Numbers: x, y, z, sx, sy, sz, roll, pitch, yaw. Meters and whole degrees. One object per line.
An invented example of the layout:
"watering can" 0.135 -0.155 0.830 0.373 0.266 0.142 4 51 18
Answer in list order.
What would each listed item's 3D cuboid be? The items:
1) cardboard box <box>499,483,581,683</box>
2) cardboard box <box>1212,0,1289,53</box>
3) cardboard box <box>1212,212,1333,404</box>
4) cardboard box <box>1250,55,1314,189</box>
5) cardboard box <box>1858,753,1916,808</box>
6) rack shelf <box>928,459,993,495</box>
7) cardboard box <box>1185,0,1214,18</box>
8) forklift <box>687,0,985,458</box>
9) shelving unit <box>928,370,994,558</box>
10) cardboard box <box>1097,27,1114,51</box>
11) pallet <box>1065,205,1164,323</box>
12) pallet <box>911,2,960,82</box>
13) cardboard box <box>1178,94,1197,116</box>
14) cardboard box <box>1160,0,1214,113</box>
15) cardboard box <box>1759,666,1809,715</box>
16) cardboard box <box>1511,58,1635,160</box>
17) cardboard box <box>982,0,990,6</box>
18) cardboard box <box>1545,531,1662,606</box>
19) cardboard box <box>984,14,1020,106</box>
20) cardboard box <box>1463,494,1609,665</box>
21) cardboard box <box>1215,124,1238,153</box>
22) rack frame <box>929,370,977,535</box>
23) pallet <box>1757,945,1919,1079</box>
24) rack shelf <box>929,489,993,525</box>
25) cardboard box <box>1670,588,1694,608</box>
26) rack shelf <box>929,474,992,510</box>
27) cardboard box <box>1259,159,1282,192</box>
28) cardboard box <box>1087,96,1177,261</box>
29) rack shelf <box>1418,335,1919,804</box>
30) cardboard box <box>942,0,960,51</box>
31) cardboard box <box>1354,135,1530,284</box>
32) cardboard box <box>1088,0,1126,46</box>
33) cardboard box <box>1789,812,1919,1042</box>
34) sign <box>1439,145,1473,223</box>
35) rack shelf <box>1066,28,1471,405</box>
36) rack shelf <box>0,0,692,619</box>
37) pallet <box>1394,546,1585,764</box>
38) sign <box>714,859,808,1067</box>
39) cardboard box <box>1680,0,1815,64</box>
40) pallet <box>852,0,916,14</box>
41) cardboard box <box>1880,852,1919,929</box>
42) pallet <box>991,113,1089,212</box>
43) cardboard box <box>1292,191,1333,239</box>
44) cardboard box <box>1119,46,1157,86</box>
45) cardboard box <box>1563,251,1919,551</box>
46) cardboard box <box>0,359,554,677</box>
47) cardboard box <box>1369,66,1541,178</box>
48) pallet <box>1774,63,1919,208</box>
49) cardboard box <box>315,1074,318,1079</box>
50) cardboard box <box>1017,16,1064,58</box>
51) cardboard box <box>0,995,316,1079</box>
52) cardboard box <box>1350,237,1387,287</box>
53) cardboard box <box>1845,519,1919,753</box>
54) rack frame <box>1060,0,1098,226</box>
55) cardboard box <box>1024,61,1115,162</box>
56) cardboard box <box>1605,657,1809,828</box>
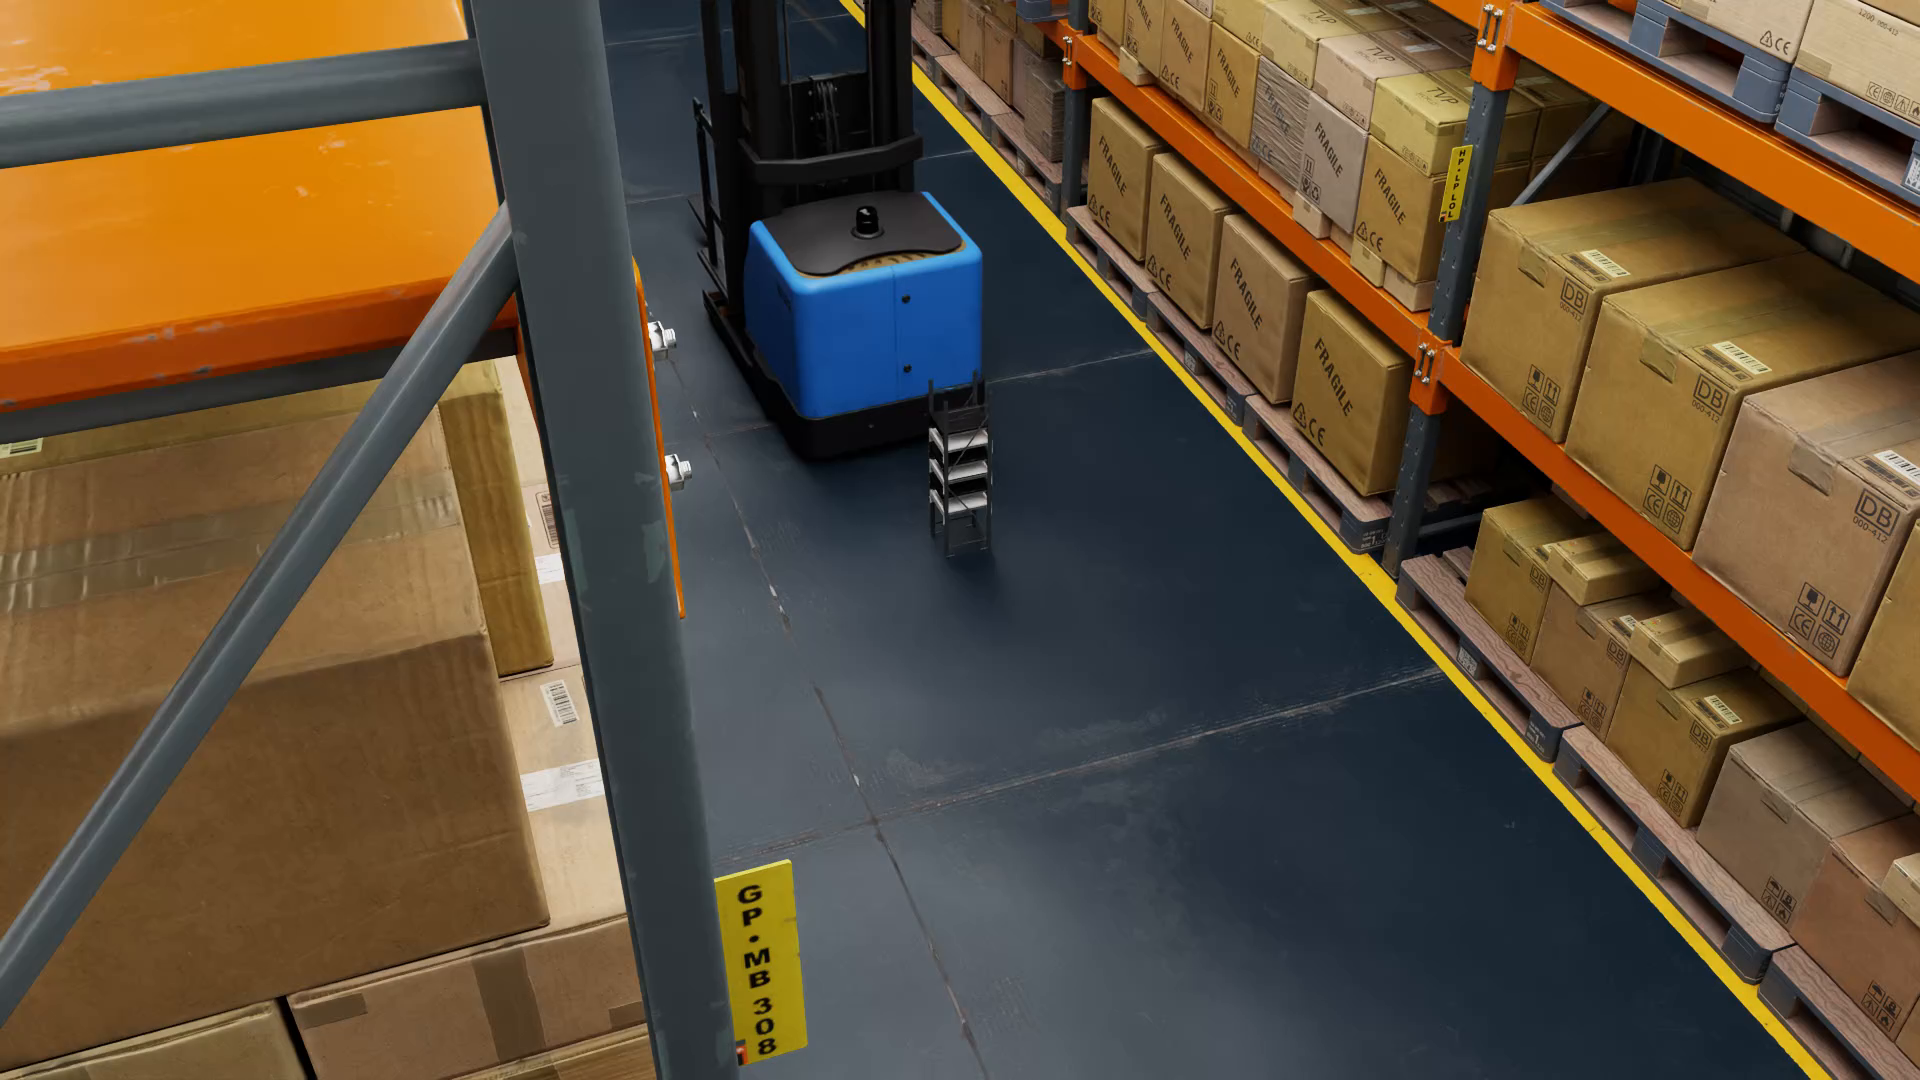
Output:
"cardboard box" -0.838 0.182 2.732 0.500 0.250 0.500 -12 39 -16
"cardboard box" 1.614 -2.684 8.350 0.500 0.250 0.500 -13 39 -17
"cardboard box" 1.879 -1.291 8.908 0.750 0.750 0.750 -11 38 -15
"cardboard box" 1.788 -2.087 8.180 0.500 0.500 0.500 -12 39 -16
"cardboard box" 3.457 0.775 5.918 0.380 0.149 0.250 -12 39 -15
"rack shelf" 0.003 -0.328 7.993 0.258 0.077 0.200 -12 39 -16
"cardboard box" 1.432 -2.971 8.731 0.500 0.250 0.500 -12 39 -16
"forklift" -0.897 -2.486 9.114 1.130 2.935 3.031 -14 39 -18
"shelving unit" 0.003 -0.355 7.973 0.258 0.900 0.210 -12 39 -16
"cardboard box" 1.053 -3.073 10.029 0.380 0.149 0.250 -13 39 -17
"pallet" 1.357 -1.825 10.497 1.003 0.211 1.213 -12 39 -16
"pallet" 0.050 -4.106 13.525 1.003 0.211 1.213 -12 39 -16
"cardboard box" 1.443 -2.500 9.268 0.380 0.149 0.250 -12 39 -15
"cardboard box" 1.425 -2.660 8.942 0.500 0.500 0.500 -13 39 -16
"cardboard box" 3.281 0.487 6.300 0.380 0.149 0.250 -13 39 -17
"cardboard box" 2.620 -1.920 7.336 0.500 0.250 0.500 -11 38 -15
"cardboard box" 0.387 -4.182 12.398 0.500 0.250 0.500 -14 39 -17
"cardboard box" 2.641 0.107 6.805 0.380 0.149 0.250 -11 38 -14
"cardboard box" 0.594 -3.563 12.199 0.700 0.500 0.500 -13 39 -16
"cardboard box" 2.694 0.135 7.307 0.700 0.500 0.500 -12 39 -15
"cardboard box" 1.591 -2.209 8.882 0.380 0.149 0.250 -12 39 -16
"rack frame" -0.032 -0.412 8.049 0.240 0.900 0.006 -12 39 -16
"pallet" 3.561 1.798 5.687 1.003 0.211 1.213 -12 39 -16
"rack shelf" 0.003 -0.184 8.102 0.258 0.077 0.200 -12 39 -16
"cardboard box" 3.105 0.198 6.683 0.380 0.149 0.250 -14 39 -17
"rack shelf" 0.003 -0.256 8.047 0.258 0.077 0.200 -12 39 -16
"cardboard box" 1.755 -1.907 8.480 0.380 0.149 0.250 -13 39 -17
"cardboard box" 1.287 -2.266 10.203 0.750 0.750 0.750 -13 39 -17
"rack shelf" 3.222 0.277 5.987 1.077 0.370 4.000 -12 39 -16
"cardboard box" 0.274 -4.143 12.968 0.700 0.500 0.500 -13 39 -17
"cardboard box" 2.138 -1.515 7.421 0.500 0.500 0.500 -13 39 -17
"cardboard box" 1.084 -3.239 9.710 0.500 0.500 0.500 -11 38 -15
"cardboard box" 3.403 1.293 5.769 0.700 0.500 0.500 -13 39 -16
"sign" 2.027 -1.453 6.789 0.100 0.325 0.005 -12 39 -16
"rack shelf" 1.845 -1.982 8.987 1.077 0.370 4.000 -12 39 -16
"rack shelf" -1.428 -1.090 2.818 1.077 0.370 4.000 -12 39 -16
"pallet" 2.722 0.420 7.517 1.003 0.211 1.213 -12 39 -16
"sign" -0.231 0.488 1.890 0.100 0.325 0.005 -12 39 -16
"cardboard box" 2.686 -1.750 5.280 0.500 0.250 0.500 -13 39 -17
"pallet" -0.484 -4.917 14.603 1.003 0.211 1.213 -12 39 -16
"cardboard box" 3.271 1.138 5.436 0.380 0.149 0.250 -11 38 -15
"pallet" 0.889 -2.727 11.695 1.003 0.211 1.213 -12 39 -16
"cardboard box" 1.849 -1.610 8.087 0.380 0.149 0.250 -12 39 -16
"cardboard box" 1.143 -2.761 9.615 0.380 0.149 0.250 -11 38 -15
"cardboard box" 2.951 -0.536 6.220 0.980 0.700 0.700 -13 39 -17
"cardboard box" -1.025 -0.077 2.451 0.700 0.500 0.500 -12 39 -16
"cardboard box" 2.132 -1.817 7.199 0.500 0.250 0.500 -12 38 -15
"pallet" 3.221 -1.150 4.864 1.003 0.211 1.213 -12 39 -16
"cardboard box" -1.164 0.774 2.361 0.500 0.250 0.500 -12 39 -16
"cardboard box" 0.723 -3.607 11.634 0.500 0.250 0.500 -12 39 -15
"cardboard box" -1.156 0.572 2.213 0.500 0.250 0.500 -12 39 -16
"cardboard box" 2.042 -1.318 7.698 0.380 0.149 0.250 -12 39 -15
"cardboard box" 3.464 0.305 5.102 0.980 0.700 0.700 -13 39 -16
"rack frame" 1.157 -3.399 10.270 1.000 3.000 0.127 -12 39 -16
"cardboard box" 0.860 -2.973 11.415 0.700 0.500 0.500 -12 39 -15
"cardboard box" 3.039 0.709 6.544 0.700 0.500 0.500 -12 39 -15
